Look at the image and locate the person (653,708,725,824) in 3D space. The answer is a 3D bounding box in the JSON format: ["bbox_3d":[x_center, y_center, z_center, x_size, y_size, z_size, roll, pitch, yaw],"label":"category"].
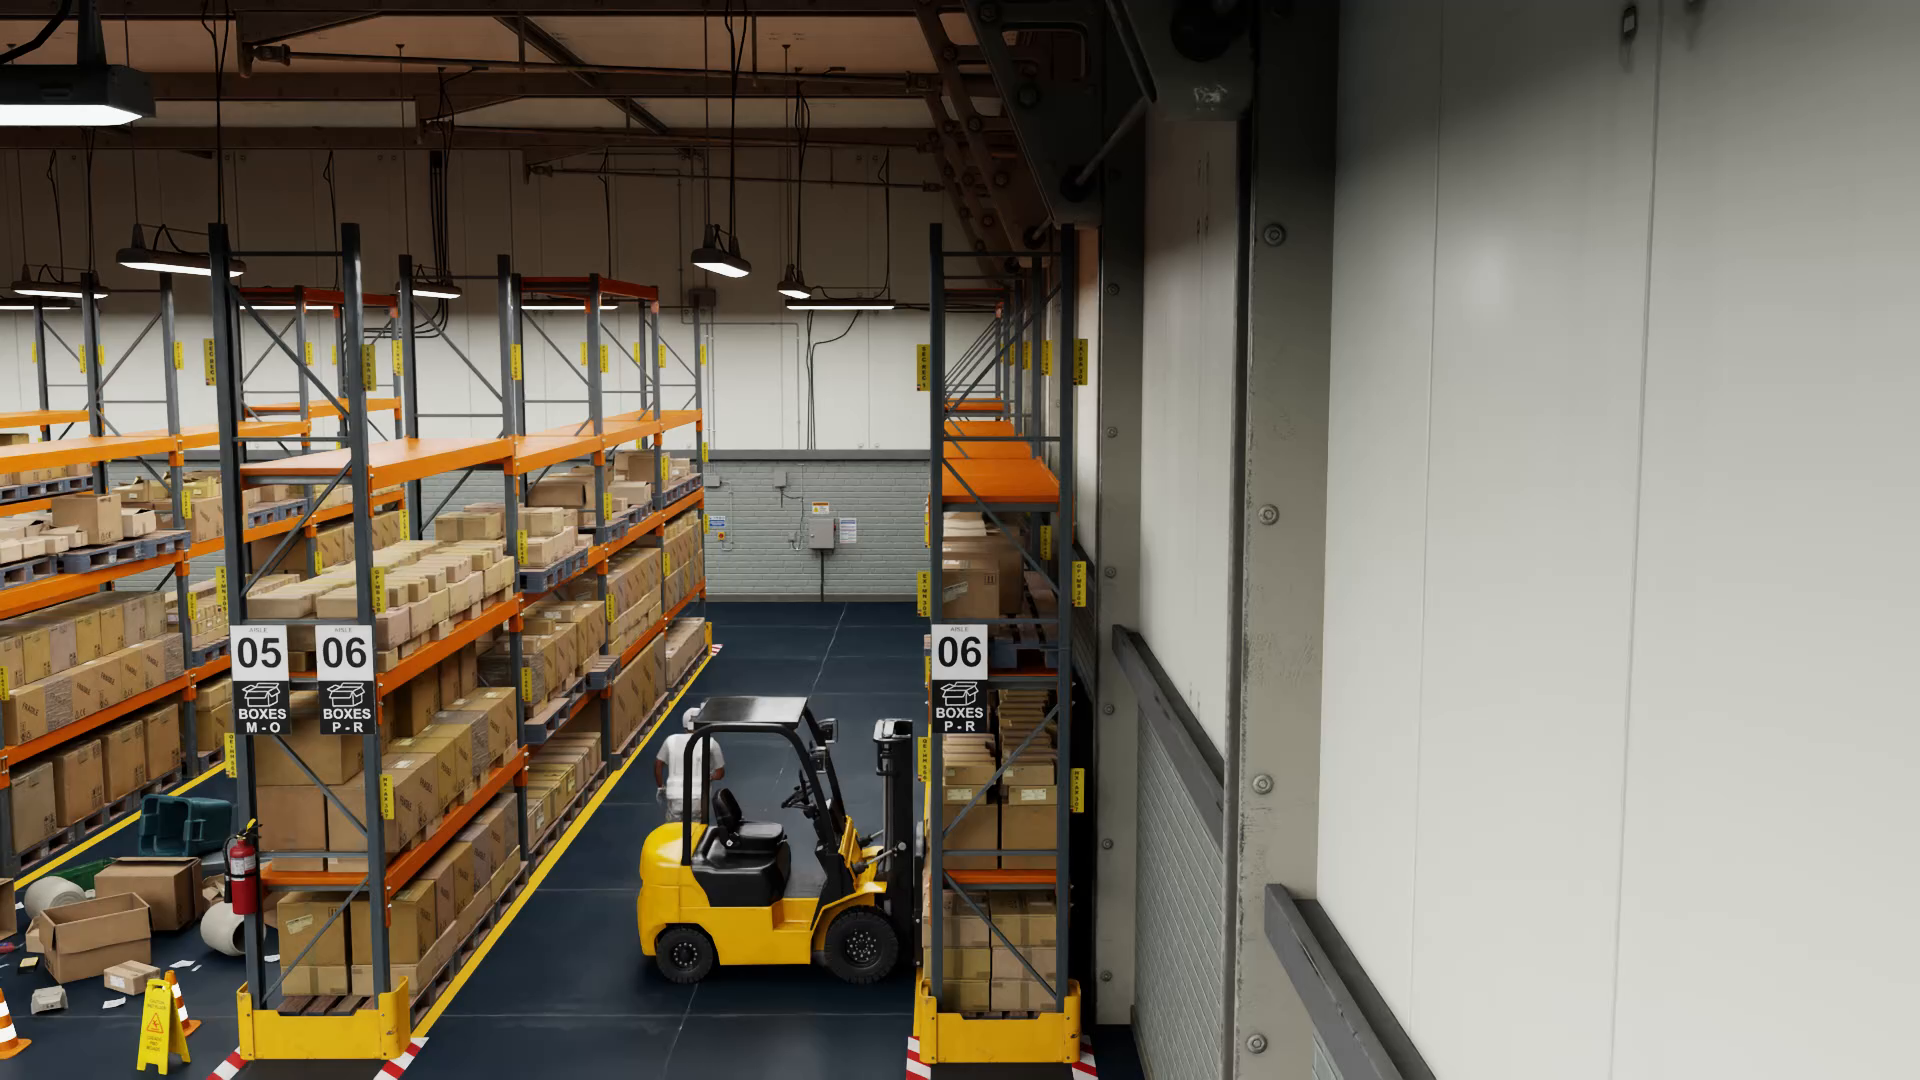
[{"bbox_3d":[-2.607,2.472,16.054,0.681,1.681,0.778,0,7,0],"label":"person"}]
